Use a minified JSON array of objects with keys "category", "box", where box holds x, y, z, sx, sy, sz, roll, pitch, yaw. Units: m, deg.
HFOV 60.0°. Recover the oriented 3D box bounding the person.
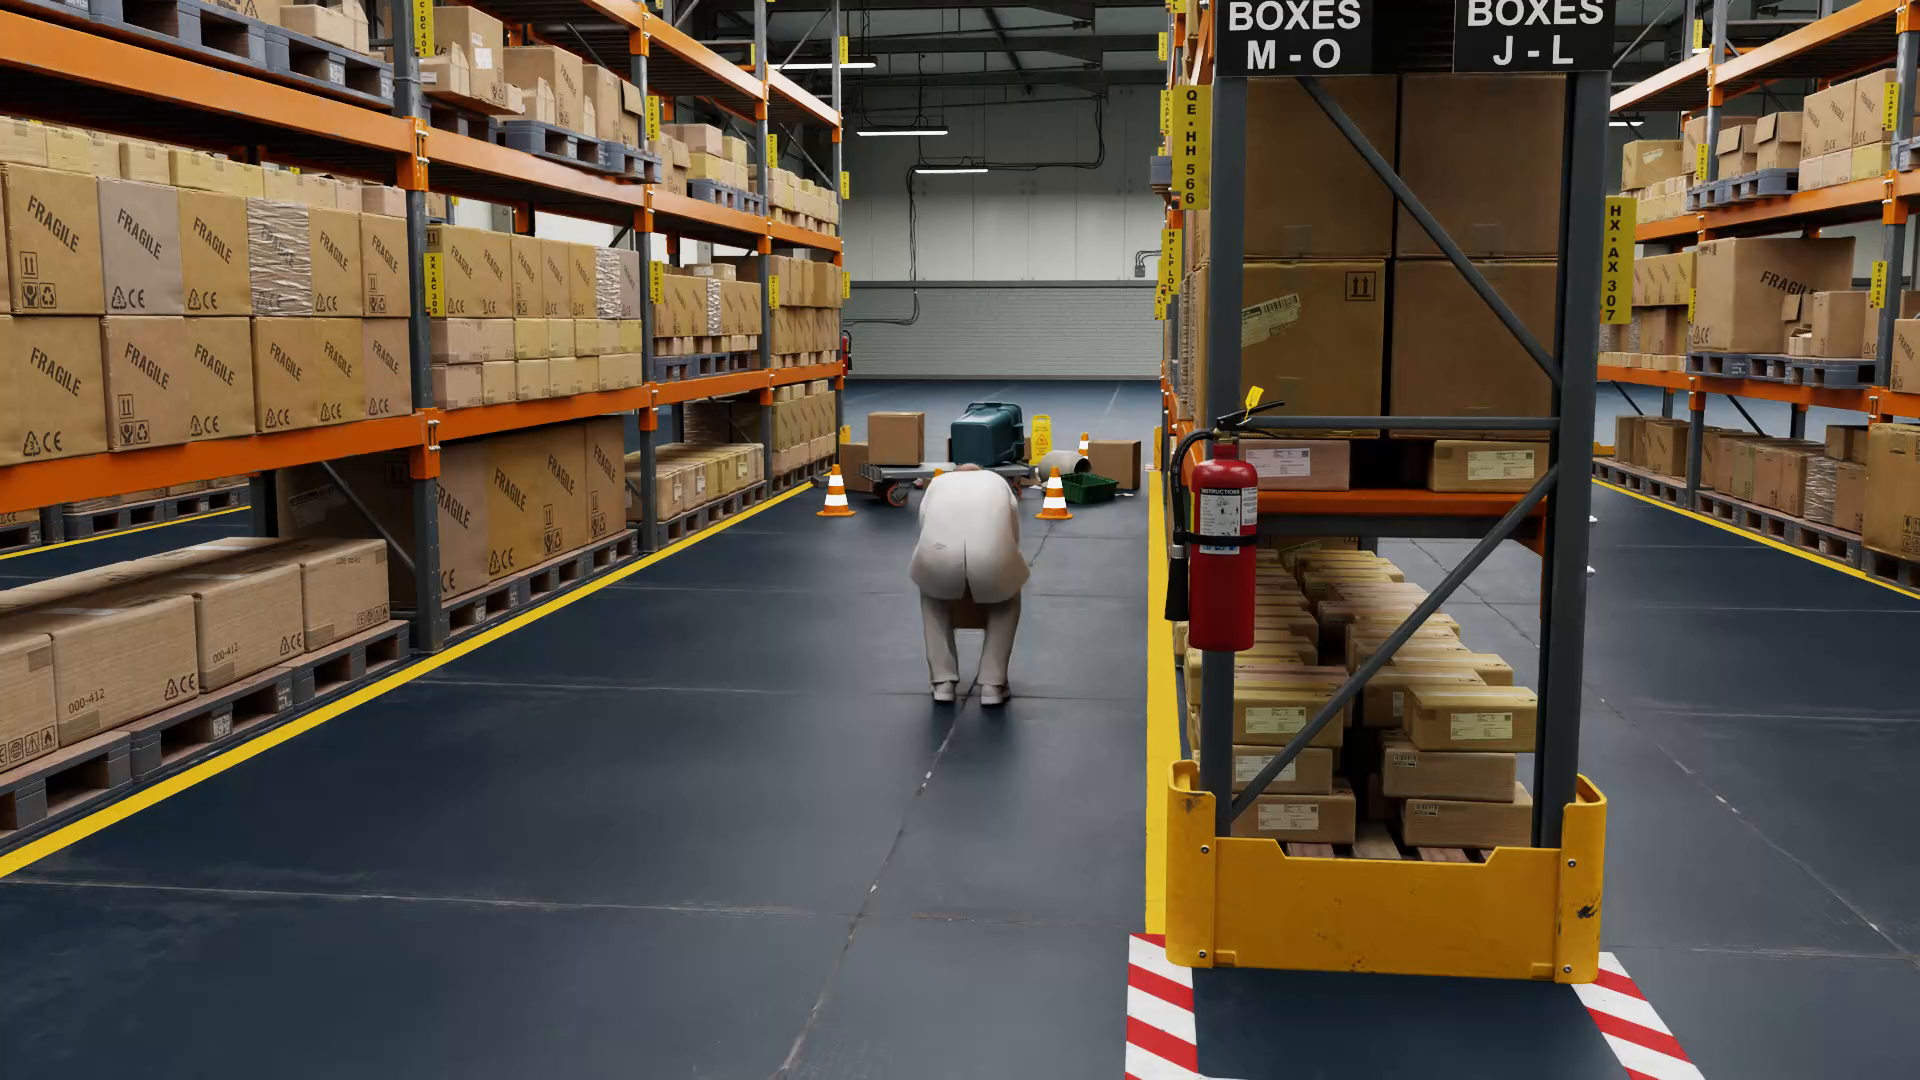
[{"category":"person","box":[0.051,0.199,8.015,0.582,1.079,0.941,0,7,3]}]
